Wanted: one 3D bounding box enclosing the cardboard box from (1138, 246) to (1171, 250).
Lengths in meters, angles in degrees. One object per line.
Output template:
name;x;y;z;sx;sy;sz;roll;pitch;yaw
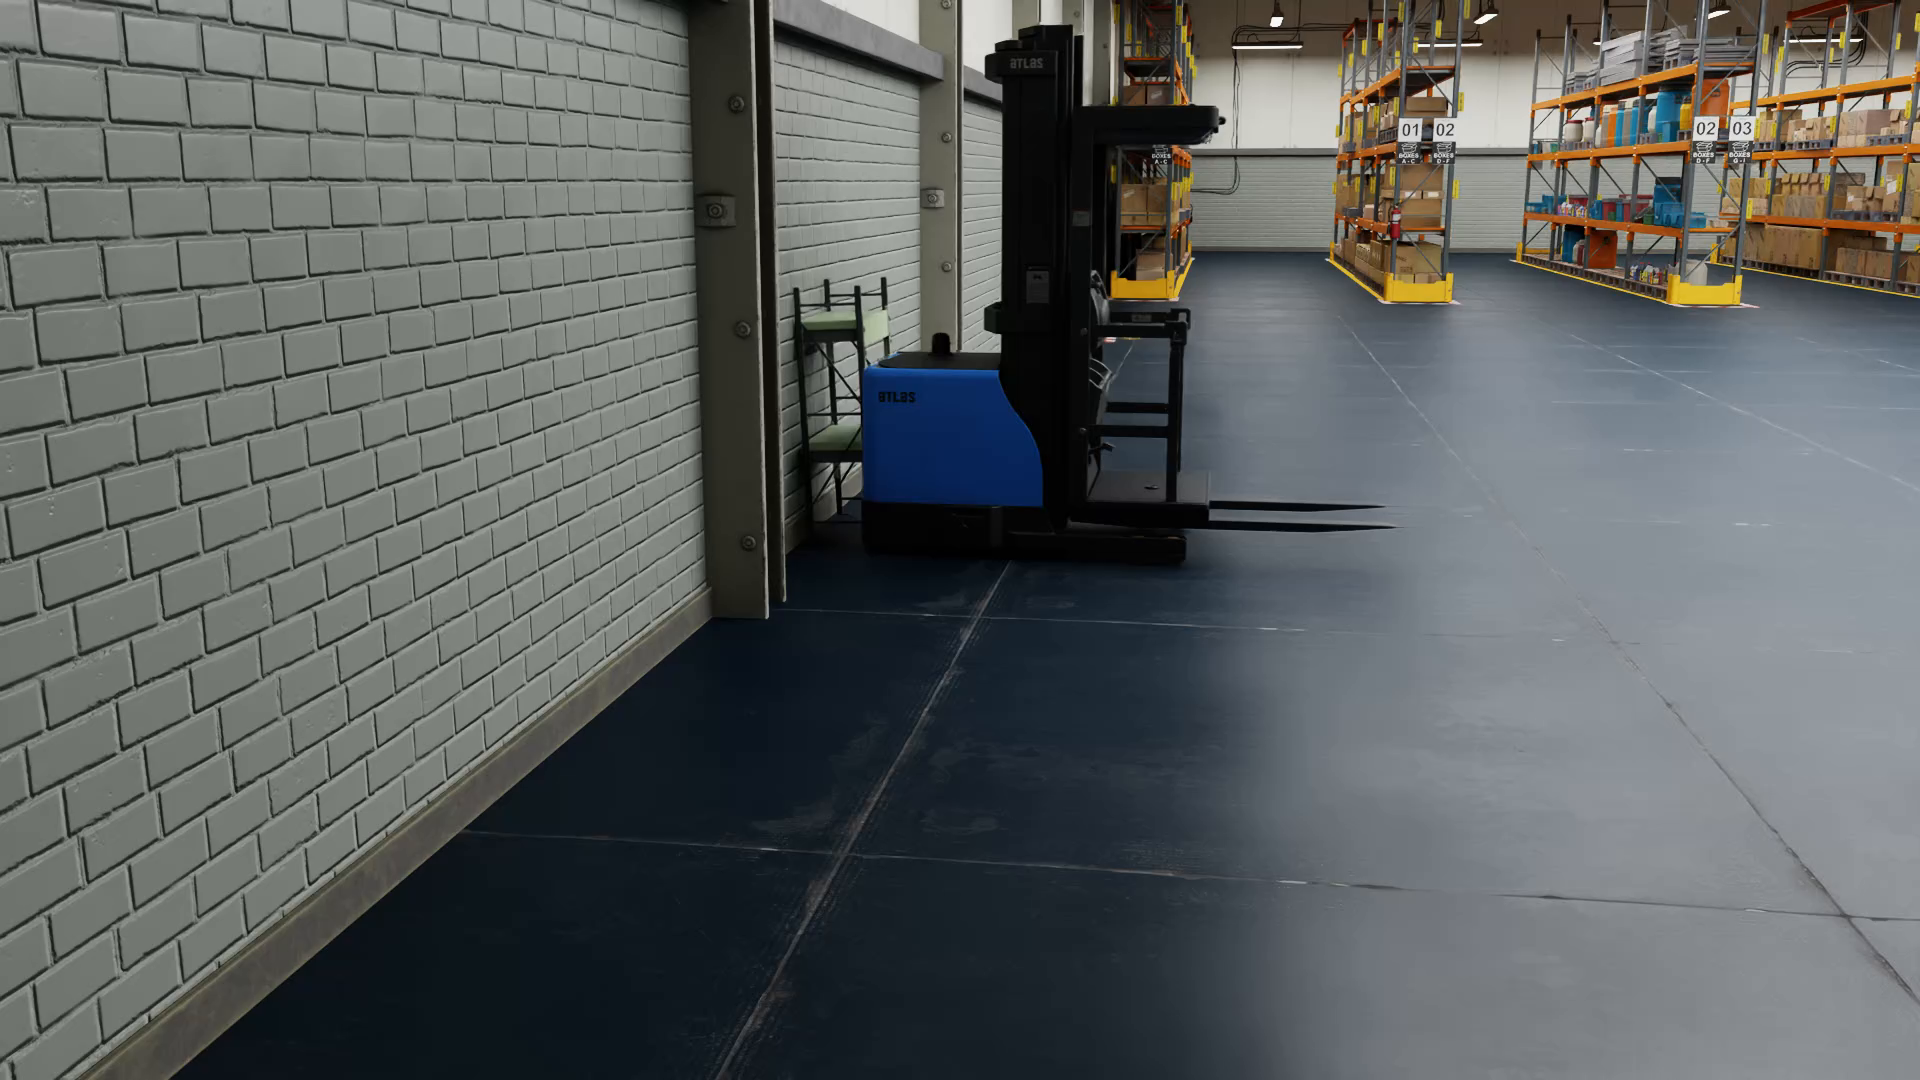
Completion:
cardboard box;4.222;-6.139;36.250;0.700;0.500;0.500;2;12;9

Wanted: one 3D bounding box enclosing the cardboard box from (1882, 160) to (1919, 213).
cardboard box;18.920;-6.956;32.731;1.000;1.000;1.000;2;12;9

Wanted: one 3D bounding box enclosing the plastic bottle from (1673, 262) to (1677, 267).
plastic bottle;13.951;-5.234;32.404;0.144;0.351;0.185;2;12;7

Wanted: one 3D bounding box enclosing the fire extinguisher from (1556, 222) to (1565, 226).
fire extinguisher;16.083;-8.752;44.553;0.296;0.674;0.183;2;12;9

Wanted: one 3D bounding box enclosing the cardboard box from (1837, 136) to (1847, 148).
cardboard box;18.951;-8.433;35.240;0.500;0.250;0.500;2;12;10

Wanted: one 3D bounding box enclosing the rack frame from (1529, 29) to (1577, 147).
rack frame;15.611;-11.888;43.796;1.000;3.000;0.127;2;12;9

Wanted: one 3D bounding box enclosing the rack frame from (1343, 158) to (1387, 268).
rack frame;10.102;-8.284;41.313;1.000;3.000;0.127;2;12;9

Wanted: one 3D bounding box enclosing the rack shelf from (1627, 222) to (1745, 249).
rack shelf;13.458;-5.689;30.981;1.077;0.370;4.000;2;12;9

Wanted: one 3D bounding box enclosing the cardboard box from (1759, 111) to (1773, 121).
cardboard box;20.185;-10.511;41.274;0.500;0.250;0.500;1;12;7

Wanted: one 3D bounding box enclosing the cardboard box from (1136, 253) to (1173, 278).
cardboard box;3.807;-5.350;32.586;0.700;0.500;0.500;1;12;5

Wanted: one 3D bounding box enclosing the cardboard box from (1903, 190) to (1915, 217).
cardboard box;18.529;-6.400;31.625;0.875;0.500;0.500;2;12;9

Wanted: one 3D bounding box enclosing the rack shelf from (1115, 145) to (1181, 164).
rack shelf;3.669;-7.477;32.155;1.077;0.370;4.000;2;12;9

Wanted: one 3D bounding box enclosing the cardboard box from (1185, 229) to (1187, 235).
cardboard box;5.935;-8.342;44.979;0.380;0.149;0.250;2;12;10

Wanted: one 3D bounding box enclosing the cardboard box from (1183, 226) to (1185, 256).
cardboard box;5.235;-7.459;41.589;0.750;0.750;0.750;2;12;9

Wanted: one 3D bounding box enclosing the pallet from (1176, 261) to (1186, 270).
pallet;4.977;-6.663;40.409;1.003;0.211;1.213;2;12;9

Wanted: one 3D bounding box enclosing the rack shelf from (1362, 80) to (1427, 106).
rack shelf;9.179;-9.421;35.003;1.077;0.370;4.000;2;12;9

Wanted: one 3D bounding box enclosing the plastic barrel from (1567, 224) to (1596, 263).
plastic barrel;14.787;-7.042;39.534;0.600;0.901;0.708;2;12;9

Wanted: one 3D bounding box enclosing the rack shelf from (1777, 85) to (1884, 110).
rack shelf;19.582;-9.931;37.374;1.077;0.370;4.000;2;12;9

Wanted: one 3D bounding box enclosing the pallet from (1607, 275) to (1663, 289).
pallet;13.848;-5.259;33.895;1.003;0.211;1.213;2;12;9

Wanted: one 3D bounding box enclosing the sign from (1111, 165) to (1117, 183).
sign;2.816;-6.688;30.410;0.100;0.325;0.005;2;12;9

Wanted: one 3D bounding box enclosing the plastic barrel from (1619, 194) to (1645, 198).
plastic barrel;14.609;-7.250;36.193;0.600;0.536;0.708;2;12;9

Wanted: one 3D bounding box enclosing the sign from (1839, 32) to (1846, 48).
sign;18.726;-10.614;35.289;0.100;0.325;0.005;2;12;9

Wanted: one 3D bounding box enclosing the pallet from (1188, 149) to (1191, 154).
pallet;5.718;-10.545;44.893;1.003;0.211;1.213;2;12;9

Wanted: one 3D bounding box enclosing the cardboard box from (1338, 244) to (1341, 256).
cardboard box;10.025;-7.469;42.867;0.500;0.311;0.500;2;12;9

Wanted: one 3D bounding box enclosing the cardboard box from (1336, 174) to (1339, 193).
cardboard box;10.389;-9.571;44.672;0.500;0.500;0.500;2;12;10

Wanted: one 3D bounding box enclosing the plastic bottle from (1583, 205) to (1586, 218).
plastic bottle;14.057;-7.379;37.391;0.061;0.283;0.133;2;12;9

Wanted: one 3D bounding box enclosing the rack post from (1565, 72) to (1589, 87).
rack post;14.836;-10.844;39.131;0.937;0.300;0.954;2;12;8

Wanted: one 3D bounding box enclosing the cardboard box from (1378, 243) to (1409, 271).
cardboard box;8.184;-5.344;31.419;0.500;0.500;0.500;2;12;9

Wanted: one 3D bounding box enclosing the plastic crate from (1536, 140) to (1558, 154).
plastic crate;15.105;-10.082;42.684;0.504;0.338;0.767;2;12;9

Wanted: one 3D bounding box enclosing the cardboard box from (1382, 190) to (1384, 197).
cardboard box;8.601;-6.883;33.034;0.380;0.149;0.250;2;12;9

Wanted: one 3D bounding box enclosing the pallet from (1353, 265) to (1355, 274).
pallet;9.639;-6.242;38.458;1.003;0.211;1.213;2;12;9

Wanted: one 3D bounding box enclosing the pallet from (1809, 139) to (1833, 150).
pallet;19.321;-8.639;36.290;1.213;0.211;1.003;2;12;11

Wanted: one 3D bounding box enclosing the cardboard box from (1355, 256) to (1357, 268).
cardboard box;9.116;-6.213;37.233;0.500;0.250;0.500;2;12;8

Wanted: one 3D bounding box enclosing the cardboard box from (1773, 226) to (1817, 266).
cardboard box;19.675;-6.809;38.515;1.225;0.875;0.875;1;12;7

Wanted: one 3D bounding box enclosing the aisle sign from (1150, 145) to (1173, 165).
aisle sign;3.647;-7.192;30.074;0.394;0.787;0.004;2;12;9

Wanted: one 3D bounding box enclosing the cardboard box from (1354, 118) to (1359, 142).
cardboard box;9.952;-9.951;40.456;0.600;0.600;0.600;1;12;3

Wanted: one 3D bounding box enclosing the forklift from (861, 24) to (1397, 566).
forklift;0.991;-1.407;9.564;3.031;2.935;1.130;2;12;9

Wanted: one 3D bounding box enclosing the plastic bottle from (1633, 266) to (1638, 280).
plastic bottle;13.261;-5.221;32.519;0.152;0.276;0.135;2;12;11

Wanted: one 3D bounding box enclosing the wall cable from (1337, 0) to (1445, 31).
wall cable;12.776;-16.361;49.139;3.097;2.526;0.112;2;12;9

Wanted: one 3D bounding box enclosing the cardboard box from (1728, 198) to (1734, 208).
cardboard box;20.091;-8.667;42.742;0.500;0.250;0.500;2;12;8

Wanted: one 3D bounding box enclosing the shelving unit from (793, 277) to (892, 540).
shelving unit;-0.682;-0.816;10.145;0.431;1.500;0.755;0;13;10

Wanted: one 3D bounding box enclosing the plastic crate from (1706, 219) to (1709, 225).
plastic crate;13.766;-5.982;31.258;0.530;0.136;0.437;2;12;9

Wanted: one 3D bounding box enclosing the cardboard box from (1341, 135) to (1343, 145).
cardboard box;10.227;-10.448;43.401;0.500;0.250;0.500;2;12;9

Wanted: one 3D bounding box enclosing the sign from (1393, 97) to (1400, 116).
sign;7.723;-7.667;29.416;0.100;0.325;0.005;2;12;9

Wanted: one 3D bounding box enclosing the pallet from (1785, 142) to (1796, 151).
pallet;19.798;-9.143;38.631;0.805;0.209;1.217;1;12;6

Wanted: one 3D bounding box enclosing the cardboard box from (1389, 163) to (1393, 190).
cardboard box;8.656;-7.000;32.037;0.700;0.500;0.500;2;12;9

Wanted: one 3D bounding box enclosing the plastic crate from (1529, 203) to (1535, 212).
plastic crate;15.147;-8.725;43.615;0.416;0.233;0.300;2;12;9

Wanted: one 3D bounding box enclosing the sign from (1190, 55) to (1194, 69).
sign;5.745;-11.857;41.245;0.100;0.325;0.005;2;12;9

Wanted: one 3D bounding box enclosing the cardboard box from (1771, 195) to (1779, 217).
cardboard box;19.572;-7.924;39.403;0.500;0.500;0.500;2;12;9

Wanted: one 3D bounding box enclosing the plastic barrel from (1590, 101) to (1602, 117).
plastic barrel;14.885;-9.679;38.480;0.600;0.901;0.708;2;12;9

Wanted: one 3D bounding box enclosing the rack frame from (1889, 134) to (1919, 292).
rack frame;18.660;-6.297;32.092;1.000;3.000;0.127;2;12;9

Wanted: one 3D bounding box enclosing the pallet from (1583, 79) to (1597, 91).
pallet;14.522;-10.084;36.823;1.213;0.211;1.003;2;12;9

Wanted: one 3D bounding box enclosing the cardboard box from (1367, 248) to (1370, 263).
cardboard box;8.651;-5.848;34.206;0.500;0.311;0.500;2;12;9
